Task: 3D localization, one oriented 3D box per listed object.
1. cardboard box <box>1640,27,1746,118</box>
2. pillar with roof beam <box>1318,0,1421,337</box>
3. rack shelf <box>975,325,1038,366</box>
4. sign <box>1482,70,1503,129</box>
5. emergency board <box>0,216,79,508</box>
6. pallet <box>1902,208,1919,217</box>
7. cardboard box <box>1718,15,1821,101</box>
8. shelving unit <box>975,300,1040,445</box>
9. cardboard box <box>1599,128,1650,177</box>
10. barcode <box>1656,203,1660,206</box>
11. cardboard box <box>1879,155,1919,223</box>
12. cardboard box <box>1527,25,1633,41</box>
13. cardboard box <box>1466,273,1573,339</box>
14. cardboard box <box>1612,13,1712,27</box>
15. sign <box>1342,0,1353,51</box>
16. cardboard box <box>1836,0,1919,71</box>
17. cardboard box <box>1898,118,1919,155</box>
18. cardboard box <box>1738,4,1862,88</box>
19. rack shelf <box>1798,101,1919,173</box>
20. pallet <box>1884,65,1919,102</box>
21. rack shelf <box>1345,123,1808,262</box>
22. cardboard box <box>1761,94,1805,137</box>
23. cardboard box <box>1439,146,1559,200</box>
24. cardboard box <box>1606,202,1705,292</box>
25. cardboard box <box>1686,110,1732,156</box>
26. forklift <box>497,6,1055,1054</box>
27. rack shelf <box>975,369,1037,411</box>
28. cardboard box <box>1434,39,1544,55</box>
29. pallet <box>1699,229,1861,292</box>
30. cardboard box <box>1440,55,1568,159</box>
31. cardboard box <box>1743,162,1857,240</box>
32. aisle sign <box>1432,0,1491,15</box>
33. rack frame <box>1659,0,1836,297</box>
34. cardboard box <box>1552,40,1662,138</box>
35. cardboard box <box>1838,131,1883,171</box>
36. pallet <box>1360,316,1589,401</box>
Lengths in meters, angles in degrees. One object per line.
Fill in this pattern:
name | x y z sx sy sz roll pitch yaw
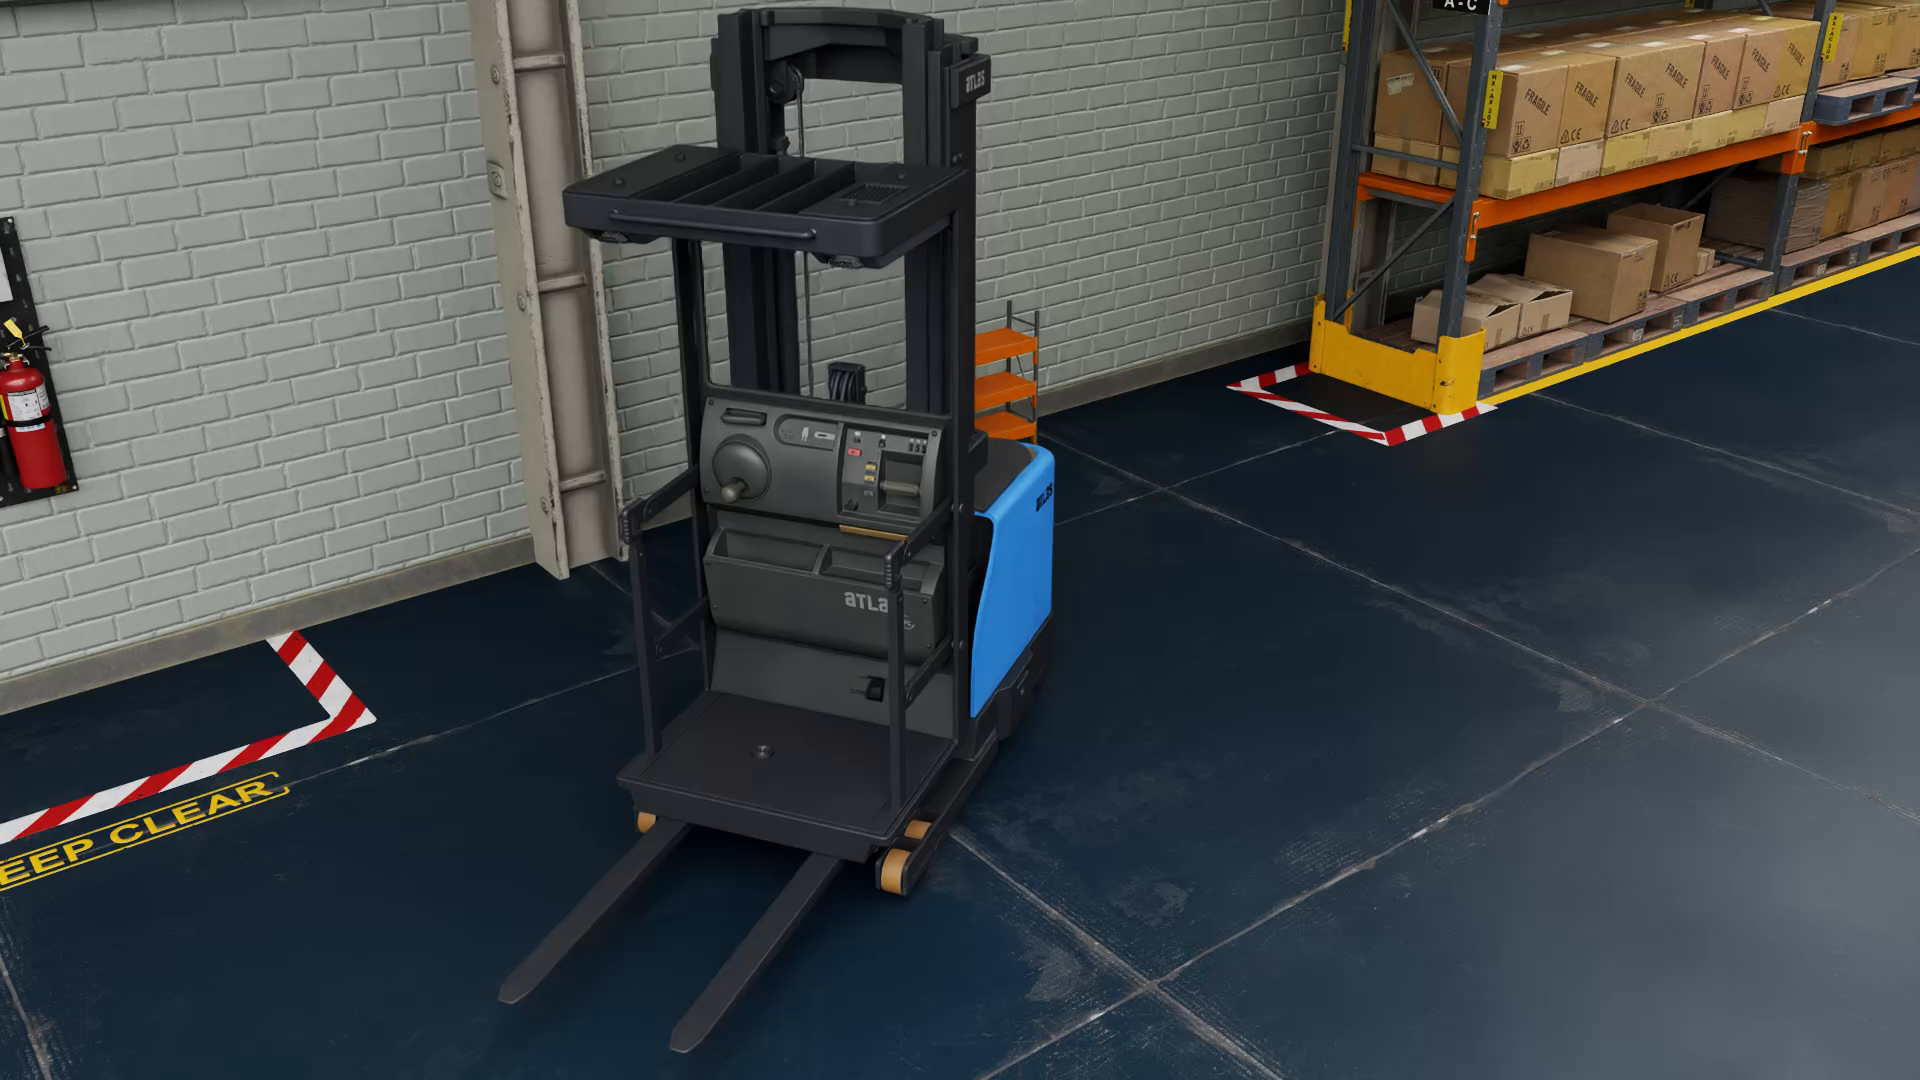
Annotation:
cardboard box | 4.938 -3.189 11.322 0.500 0.500 0.500 -19 31 -35
pillar with roof beam | 5.437 -4.116 6.930 0.400 9.000 9.100 -18 31 -34
rack shelf | 0.130 -0.944 8.425 0.480 0.148 0.258 -18 31 -34
sign | 3.098 -2.566 9.687 0.005 0.325 0.100 -18 31 -34
emergency board | -3.909 -0.633 6.551 0.643 1.169 0.194 -18 31 -34
pallet | 8.443 -2.963 14.885 1.213 0.211 1.003 -18 31 -34
cardboard box | 5.730 -3.448 11.879 0.500 0.500 0.500 -18 31 -34
shelving unit | 0.130 -0.587 8.590 0.503 1.200 0.258 -18 31 -34
cardboard box | 4.148 -2.585 10.912 0.500 0.250 0.500 -19 31 -35
barcode | 5.338 -2.542 12.730 0.075 0.075 0.001 -18 31 -34
cardboard box | 7.674 -3.058 14.224 0.500 0.500 0.700 -18 31 -34
cardboard box | 4.206 -3.221 11.390 0.500 0.500 0.500 -18 30 -33
cardboard box | 3.812 -1.631 11.372 0.500 0.311 0.500 -15 29 -30
cardboard box | 5.003 -3.487 11.964 0.500 0.500 0.500 -18 31 -34
sign | 2.437 -3.210 10.353 0.005 0.325 0.100 -18 31 -34
cardboard box | 7.276 -4.082 13.340 0.500 0.500 0.700 -14 28 -27
cardboard box | 8.037 -3.505 14.295 0.500 0.250 0.500 -18 30 -33
cardboard box | 6.333 -3.758 12.642 0.500 0.500 0.700 -18 30 -34
rack shelf | 7.485 -3.585 13.766 4.000 0.370 1.077 -18 31 -34
pallet | 7.526 -3.816 13.637 1.213 0.211 1.003 -18 31 -34
rack shelf | 4.337 -2.546 11.527 4.000 0.370 1.077 -18 31 -34
cardboard box | 5.725 -3.109 12.041 0.500 0.250 0.500 -18 30 -34
cardboard box | 3.343 -2.315 10.330 0.500 0.250 0.500 -19 31 -35
cardboard box | 5.119 -2.175 12.319 0.500 0.500 0.500 -21 32 -38
cardboard box | 4.942 -2.847 11.475 0.500 0.250 0.500 -18 31 -34
forklift | -0.584 -0.249 5.804 1.130 2.935 3.031 9 26 19
rack shelf | 0.130 -0.729 8.524 0.480 0.148 0.258 -18 31 -34
cardboard box | 3.405 -2.954 10.816 0.500 0.500 0.500 -18 30 -33
pallet | 6.523 -2.330 13.519 1.213 0.211 1.003 -18 31 -34
cardboard box | 3.325 -2.658 10.178 0.500 0.500 0.500 -18 31 -34
cardboard box | 6.856 -2.805 13.678 0.500 0.500 0.700 -19 31 -35
aisle sign | 2.892 -3.414 9.455 0.004 0.787 0.394 -18 31 -34
rack frame | 5.911 -3.392 12.495 0.127 3.000 1.000 -18 31 -34
cardboard box | 4.130 -2.916 10.733 0.500 0.500 0.500 -19 31 -36
cardboard box | 7.232 -3.246 13.738 0.500 0.250 0.500 -19 31 -35
pallet | 3.484 -1.307 11.315 1.213 0.211 1.003 -18 31 -34
